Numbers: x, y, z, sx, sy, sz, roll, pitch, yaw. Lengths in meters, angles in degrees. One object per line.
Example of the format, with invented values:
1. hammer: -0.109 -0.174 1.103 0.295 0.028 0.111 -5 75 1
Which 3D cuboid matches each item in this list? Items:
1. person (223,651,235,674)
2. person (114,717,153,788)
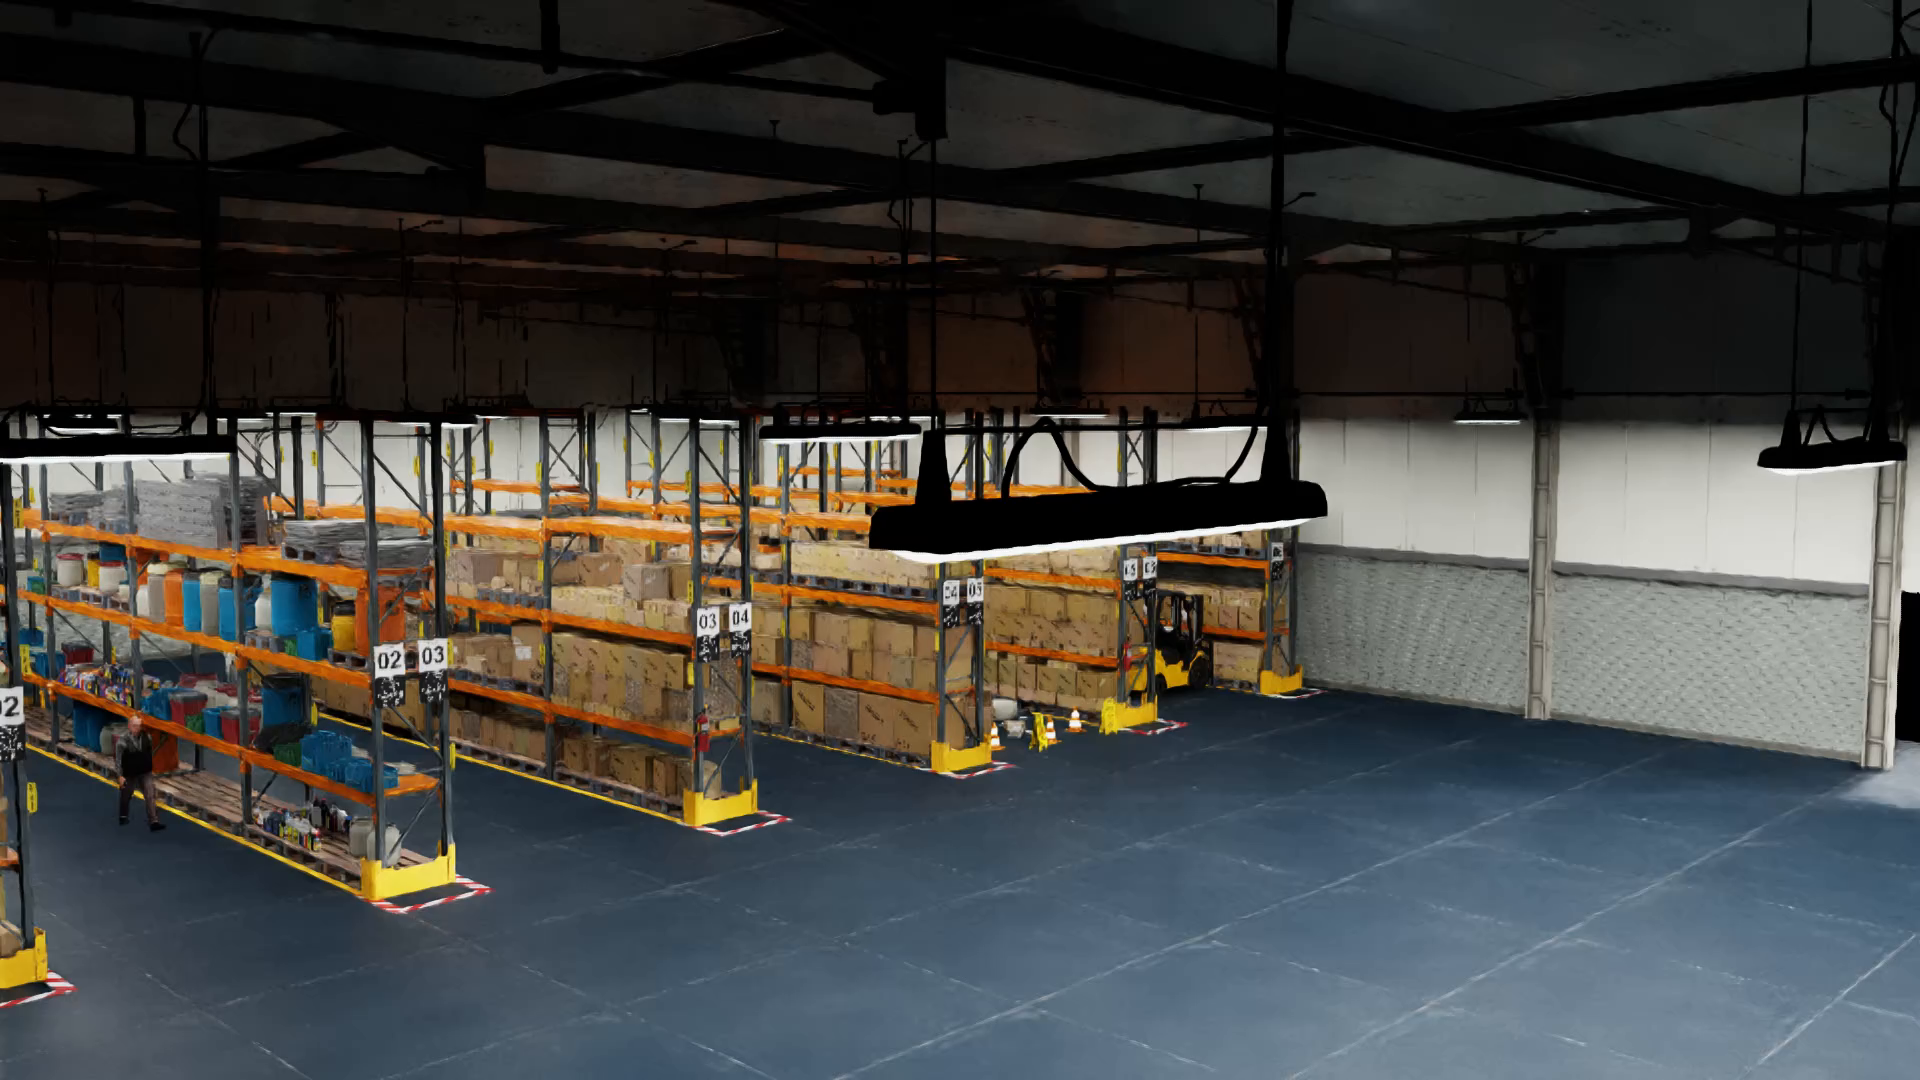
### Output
1. person: -14.691 2.176 33.567 0.348 0.993 0.546 -2 5 -17
2. person: -11.950 3.054 24.058 0.543 1.023 0.405 -5 7 -43
